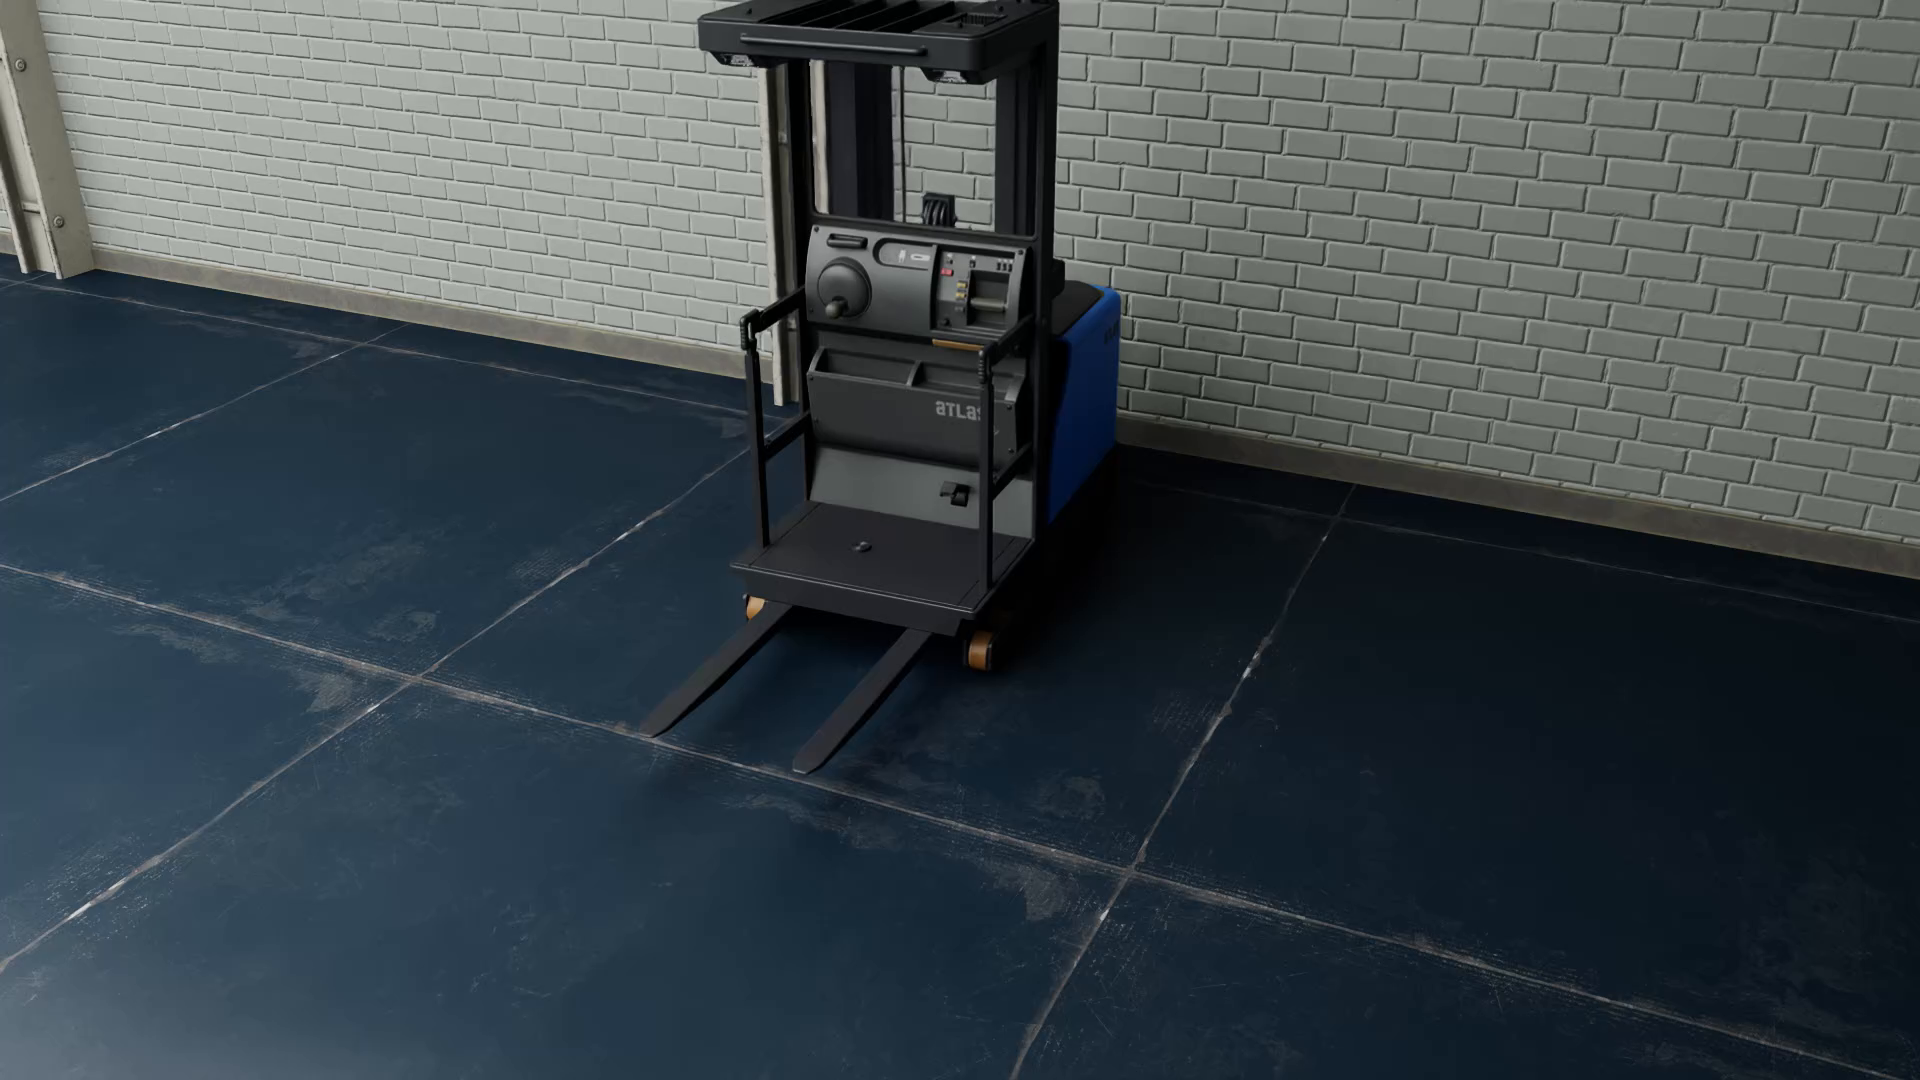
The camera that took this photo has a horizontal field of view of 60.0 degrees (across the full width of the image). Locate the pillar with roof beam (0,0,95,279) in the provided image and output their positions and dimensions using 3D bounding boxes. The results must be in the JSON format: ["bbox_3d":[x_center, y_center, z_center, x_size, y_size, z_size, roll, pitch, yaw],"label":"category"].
[{"bbox_3d":[-8.040,-4.186,6.065,0.400,9.000,9.100,11,28,22],"label":"pillar with roof beam"}]

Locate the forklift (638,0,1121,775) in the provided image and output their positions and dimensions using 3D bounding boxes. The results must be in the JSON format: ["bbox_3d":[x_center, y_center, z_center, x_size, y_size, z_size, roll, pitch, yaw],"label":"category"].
[{"bbox_3d":[-0.260,-0.998,6.458,1.130,2.935,3.031,10,28,20],"label":"forklift"}]

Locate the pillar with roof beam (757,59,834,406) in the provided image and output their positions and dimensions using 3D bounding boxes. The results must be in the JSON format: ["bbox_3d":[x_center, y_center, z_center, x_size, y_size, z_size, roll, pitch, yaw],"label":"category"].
[{"bbox_3d":[-2.578,-3.089,3.837,0.400,9.000,9.100,11,28,22],"label":"pillar with roof beam"}]
